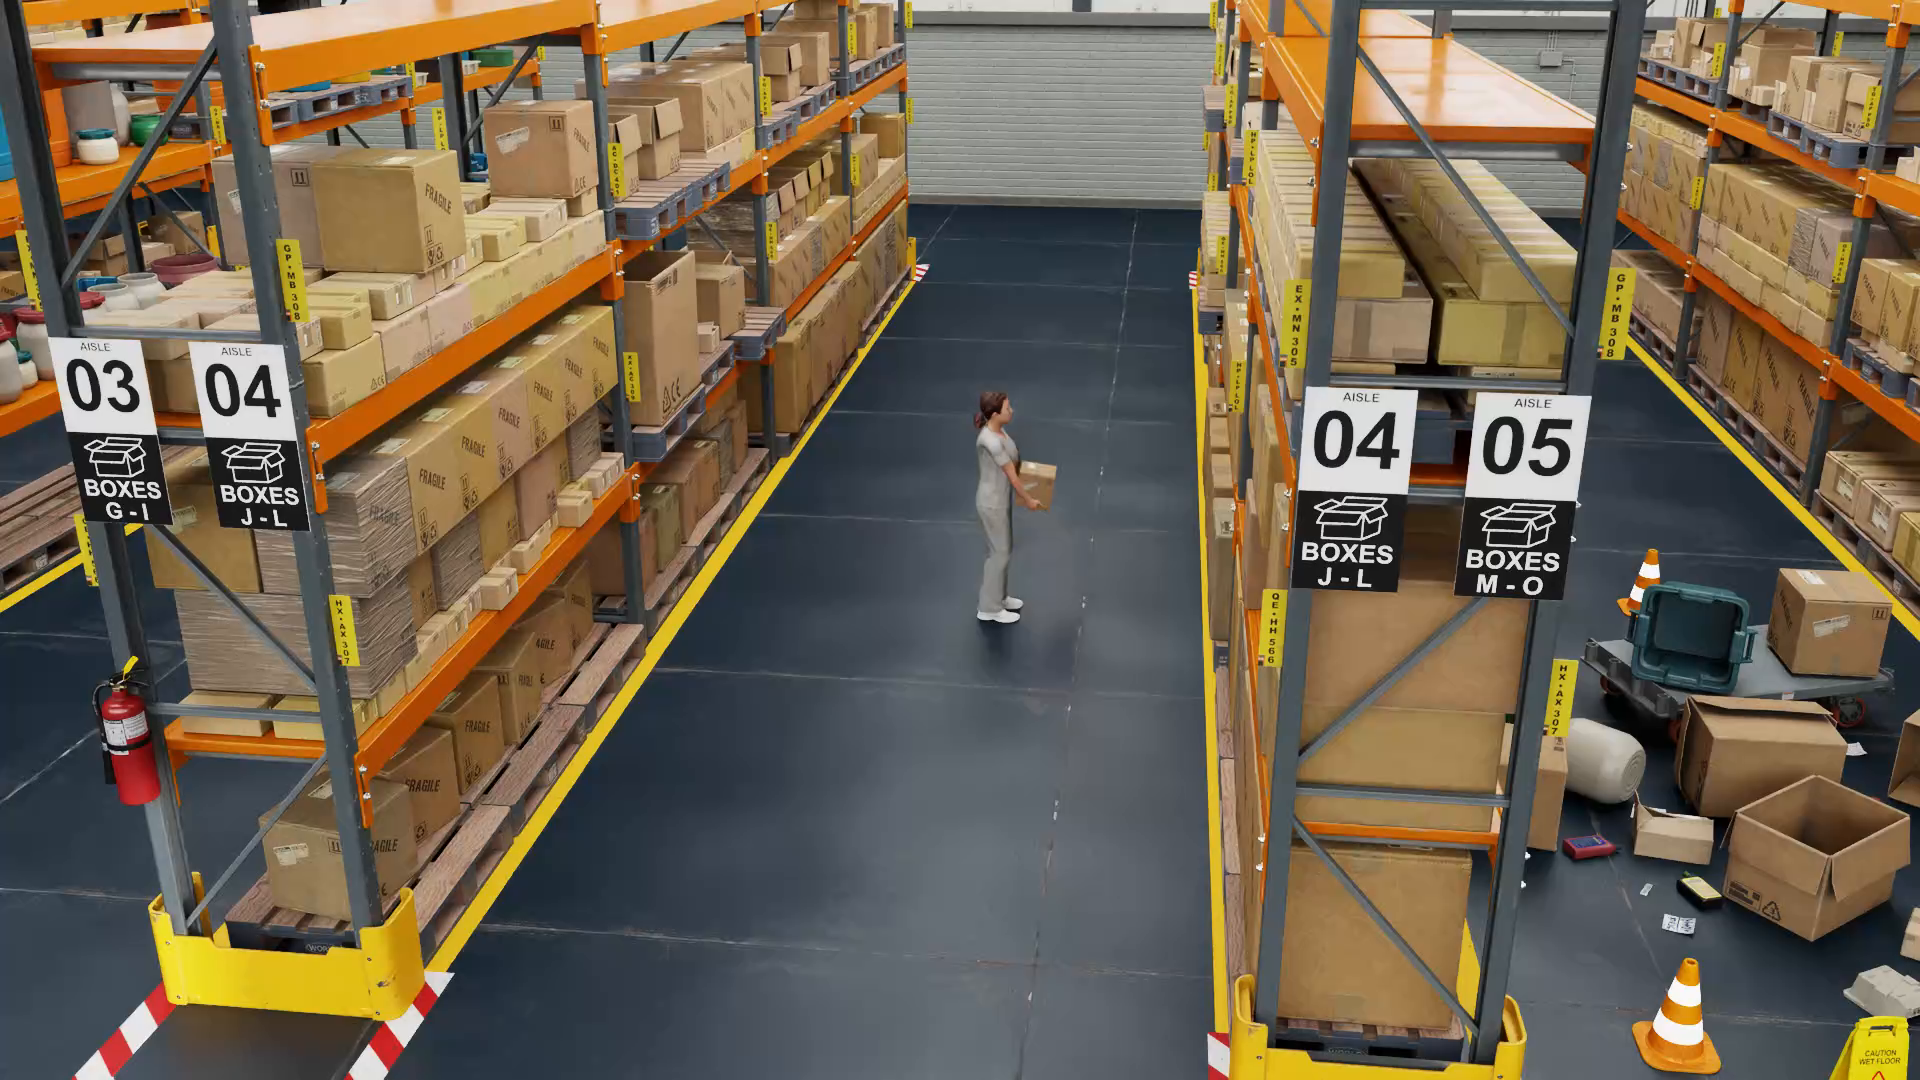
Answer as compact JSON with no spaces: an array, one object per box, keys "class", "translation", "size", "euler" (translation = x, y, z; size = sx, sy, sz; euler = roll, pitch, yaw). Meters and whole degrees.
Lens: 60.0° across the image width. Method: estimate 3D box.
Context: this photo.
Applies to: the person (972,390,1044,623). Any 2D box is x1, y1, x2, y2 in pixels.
[{"class":"person","translation":[0.340,-0.246,11.735],"size":[0.525,1.668,0.409],"euler":[2,21,6]}]
